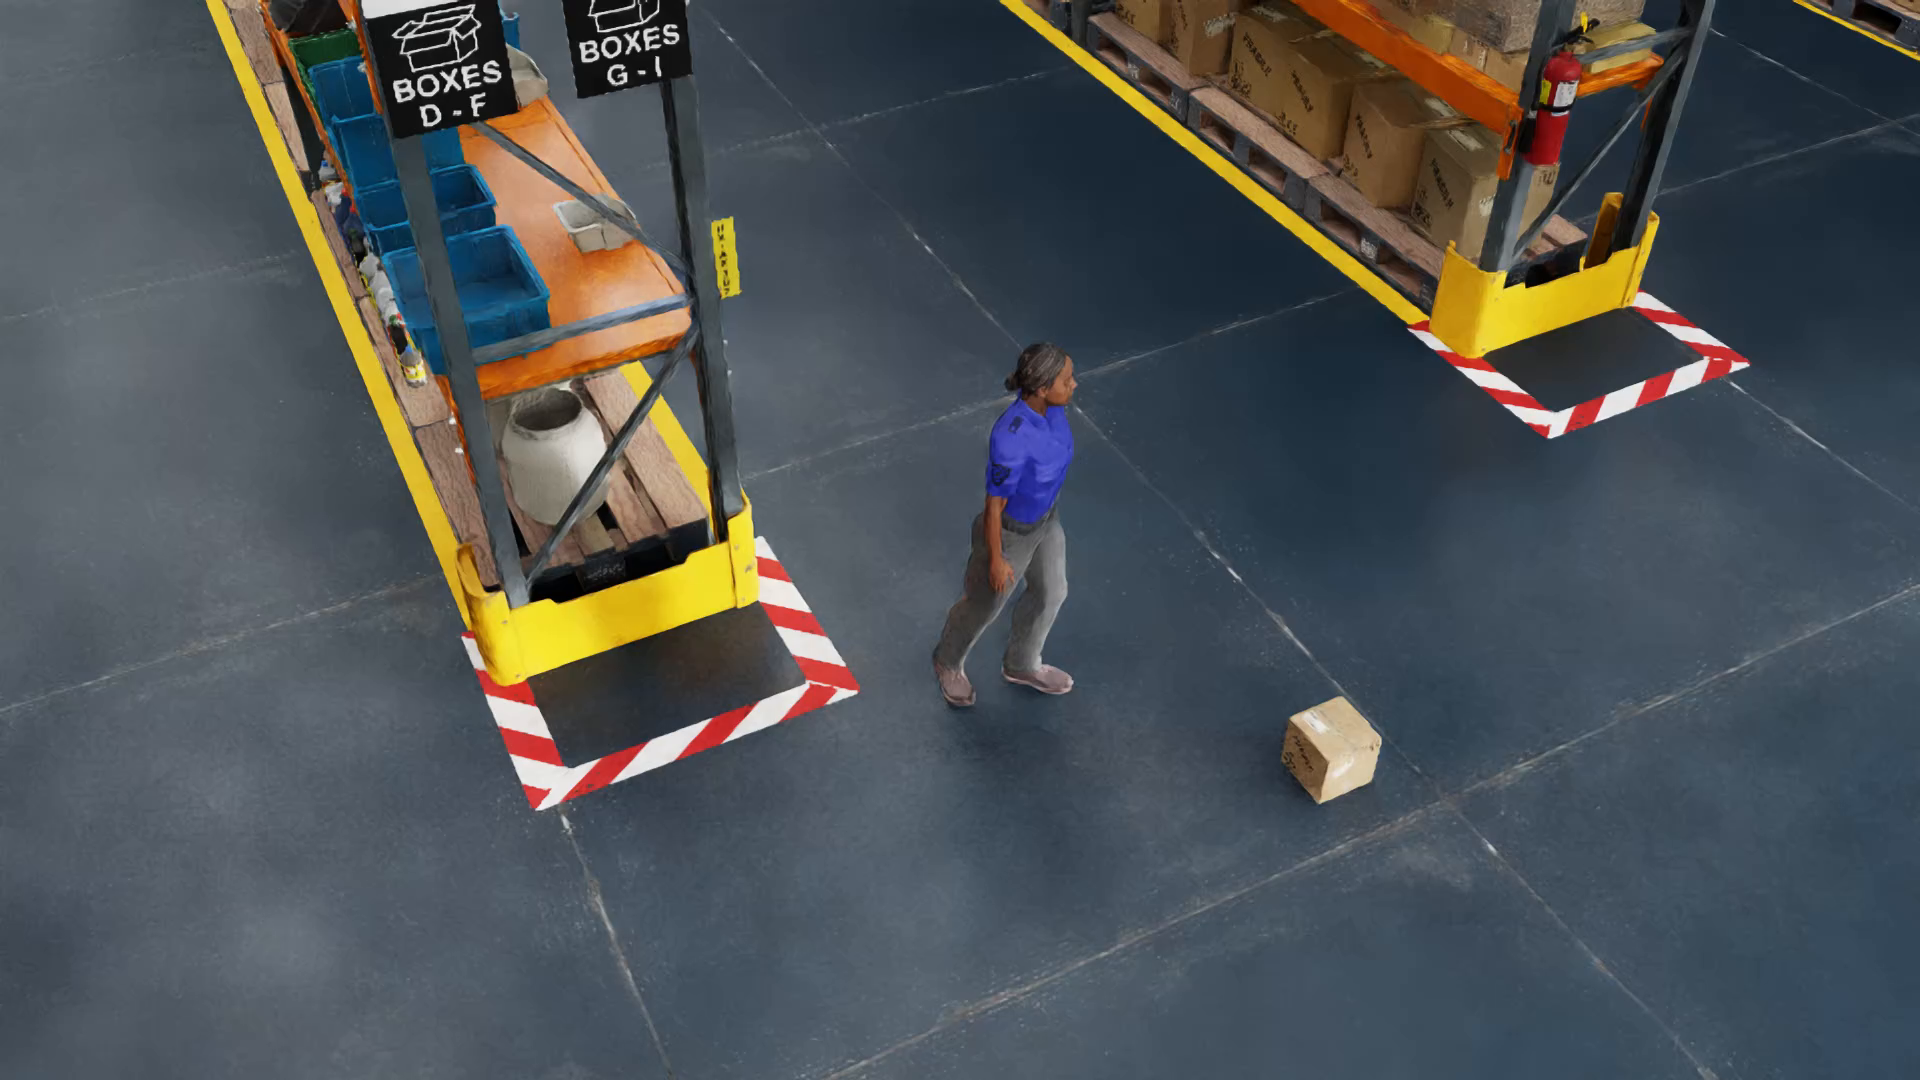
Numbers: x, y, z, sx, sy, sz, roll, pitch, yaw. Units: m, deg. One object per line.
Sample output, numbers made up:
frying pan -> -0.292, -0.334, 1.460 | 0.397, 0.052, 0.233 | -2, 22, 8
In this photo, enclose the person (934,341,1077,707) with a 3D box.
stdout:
person -> 0.173, -0.049, 6.223 | 0.546, 1.646, 0.498 | 20, 45, 21
